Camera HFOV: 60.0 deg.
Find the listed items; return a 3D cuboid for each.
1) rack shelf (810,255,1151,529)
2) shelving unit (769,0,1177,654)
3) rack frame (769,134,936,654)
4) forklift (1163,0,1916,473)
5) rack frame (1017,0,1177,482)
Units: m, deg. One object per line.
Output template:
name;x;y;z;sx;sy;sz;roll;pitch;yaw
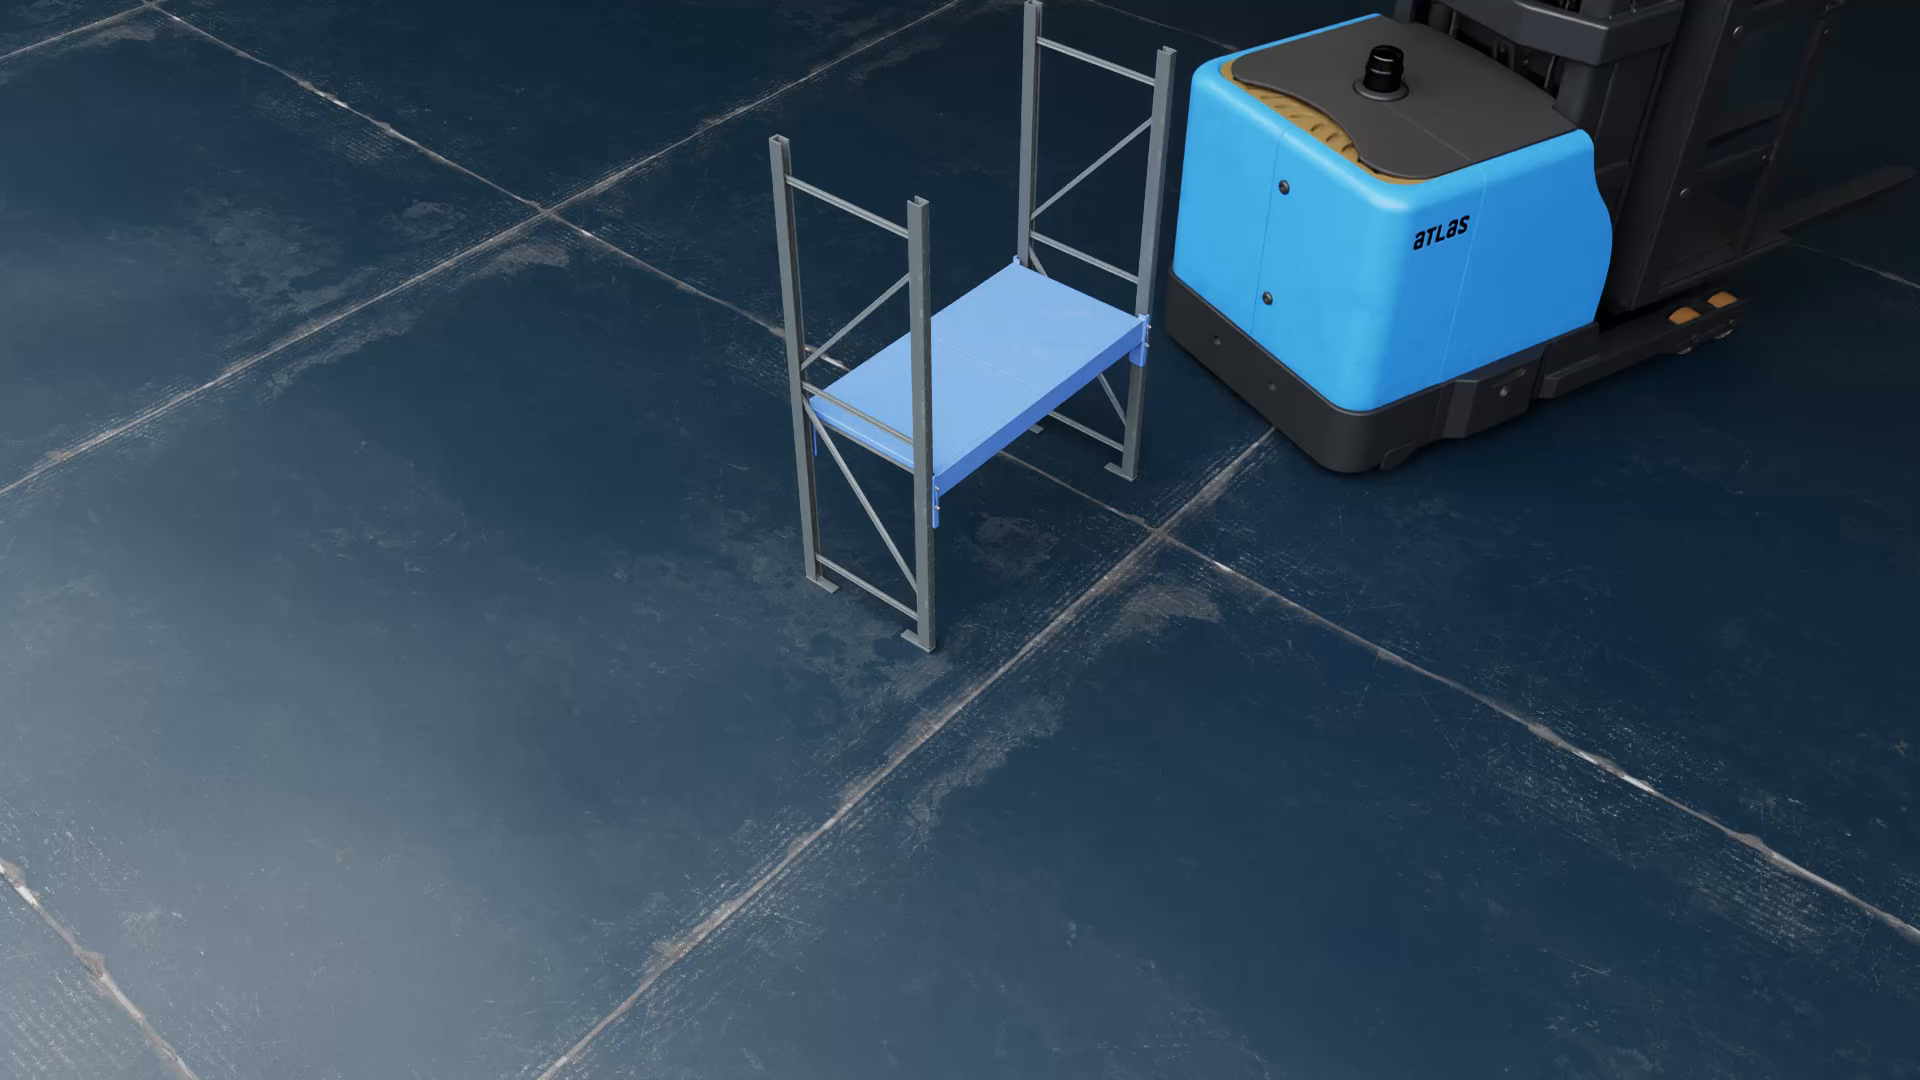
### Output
rack shelf;0.055;-0.466;4.915;0.538;0.185;1.000;29;50;28
shelving unit;0.055;-0.599;4.794;0.538;1.500;1.048;29;50;28
rack frame;-0.272;-0.337;4.506;0.500;1.500;0.032;29;50;28
forklift;2.265;-2.039;5.313;3.031;2.935;1.130;-21;46;-22
rack frame;0.382;-0.861;5.082;0.500;1.500;0.032;29;50;28
